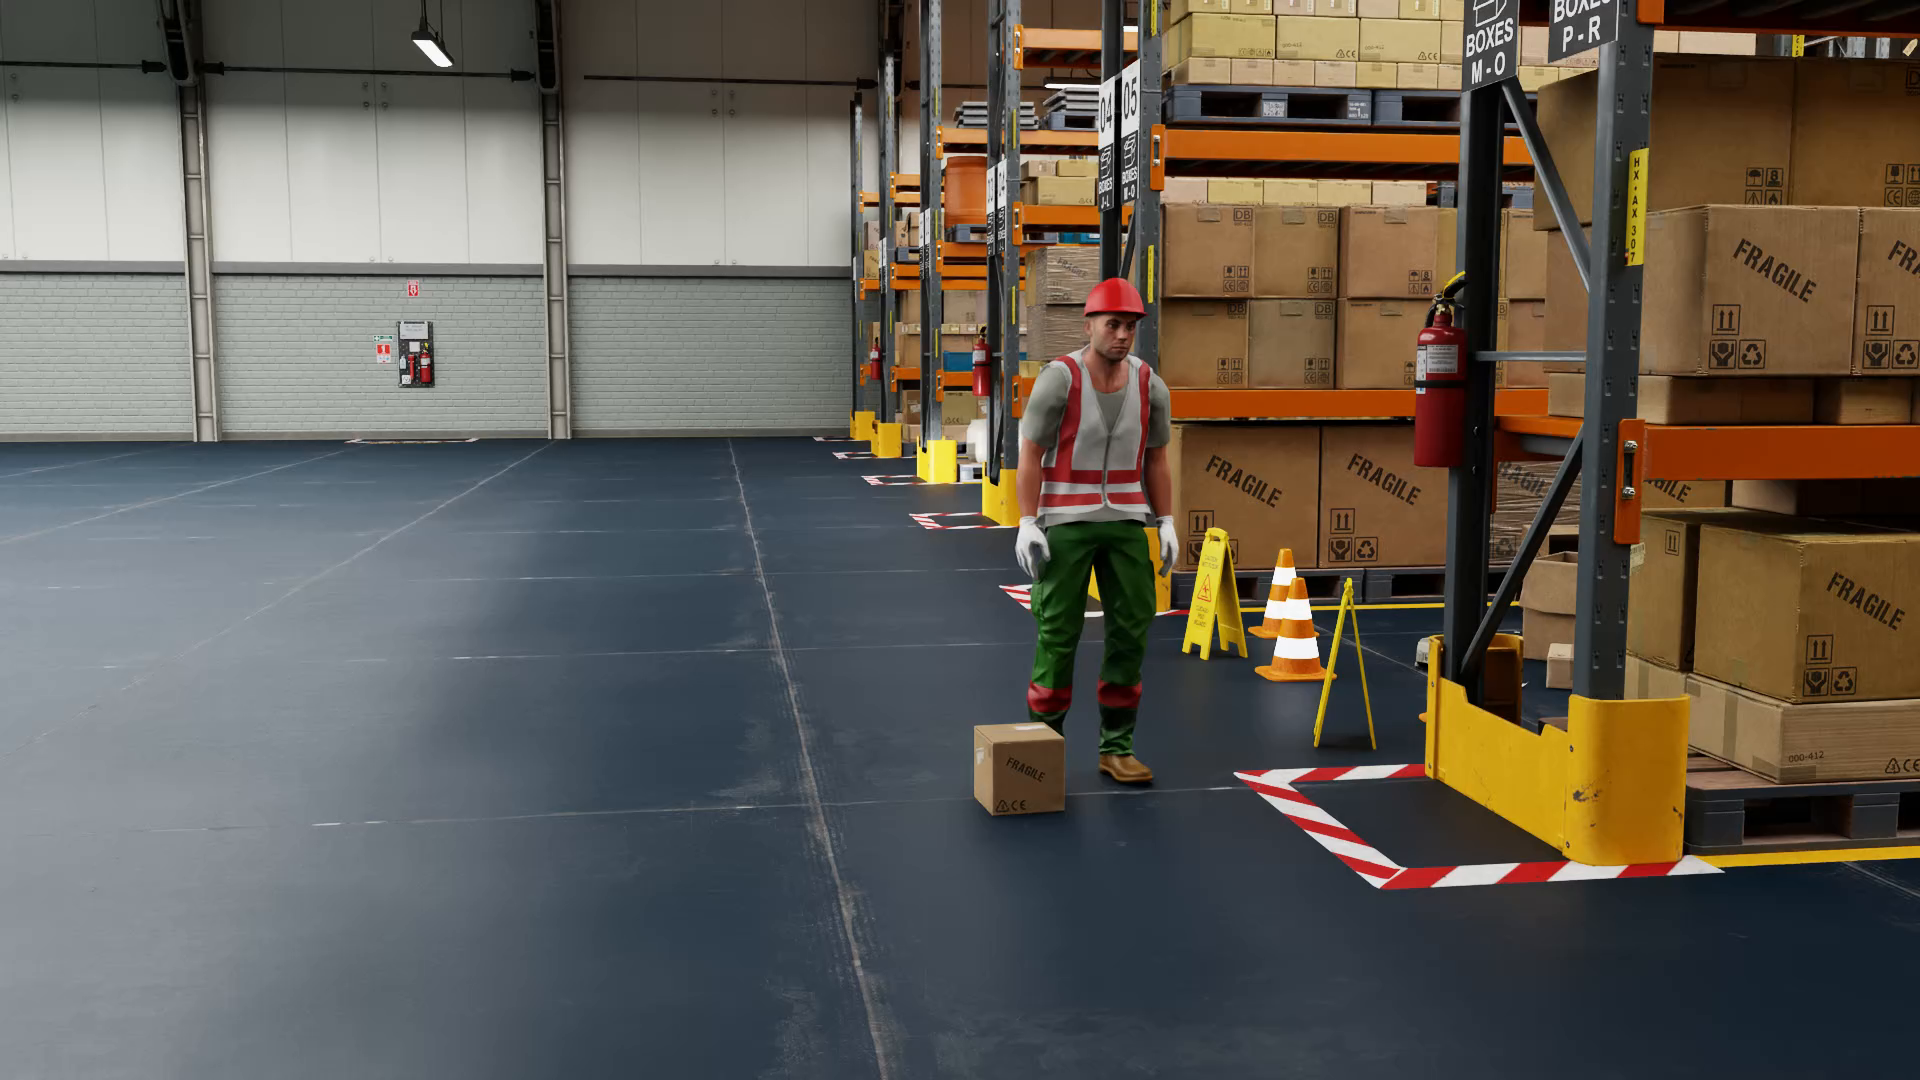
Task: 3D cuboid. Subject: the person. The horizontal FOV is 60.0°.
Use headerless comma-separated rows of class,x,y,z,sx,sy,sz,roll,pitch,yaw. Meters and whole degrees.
person,0.485,-0.025,5.870,0.610,1.778,0.453,-2,7,-15
